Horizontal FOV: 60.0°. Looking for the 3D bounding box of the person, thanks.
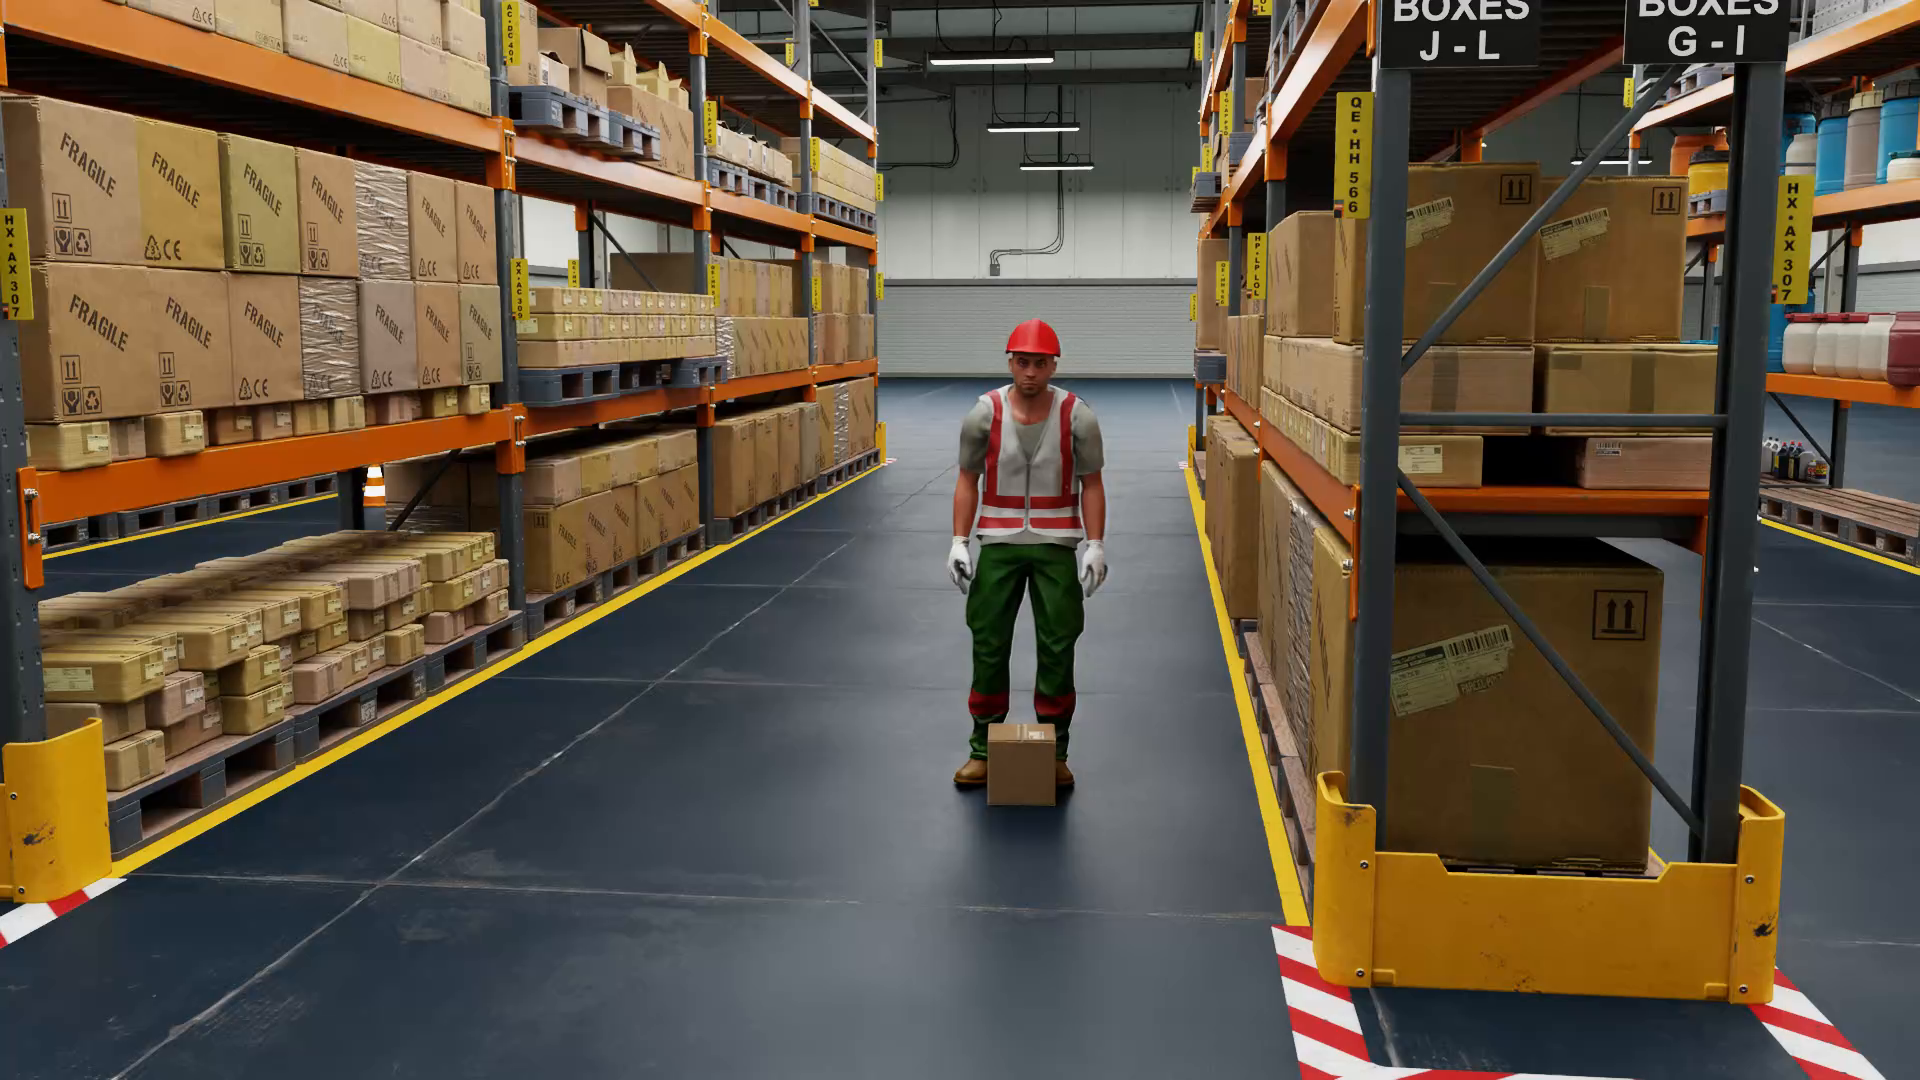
[{"bbox_3d":[4.117,-0.616,11.412,7.255,1.779,11.425,1,8,6],"label":"person"}]
